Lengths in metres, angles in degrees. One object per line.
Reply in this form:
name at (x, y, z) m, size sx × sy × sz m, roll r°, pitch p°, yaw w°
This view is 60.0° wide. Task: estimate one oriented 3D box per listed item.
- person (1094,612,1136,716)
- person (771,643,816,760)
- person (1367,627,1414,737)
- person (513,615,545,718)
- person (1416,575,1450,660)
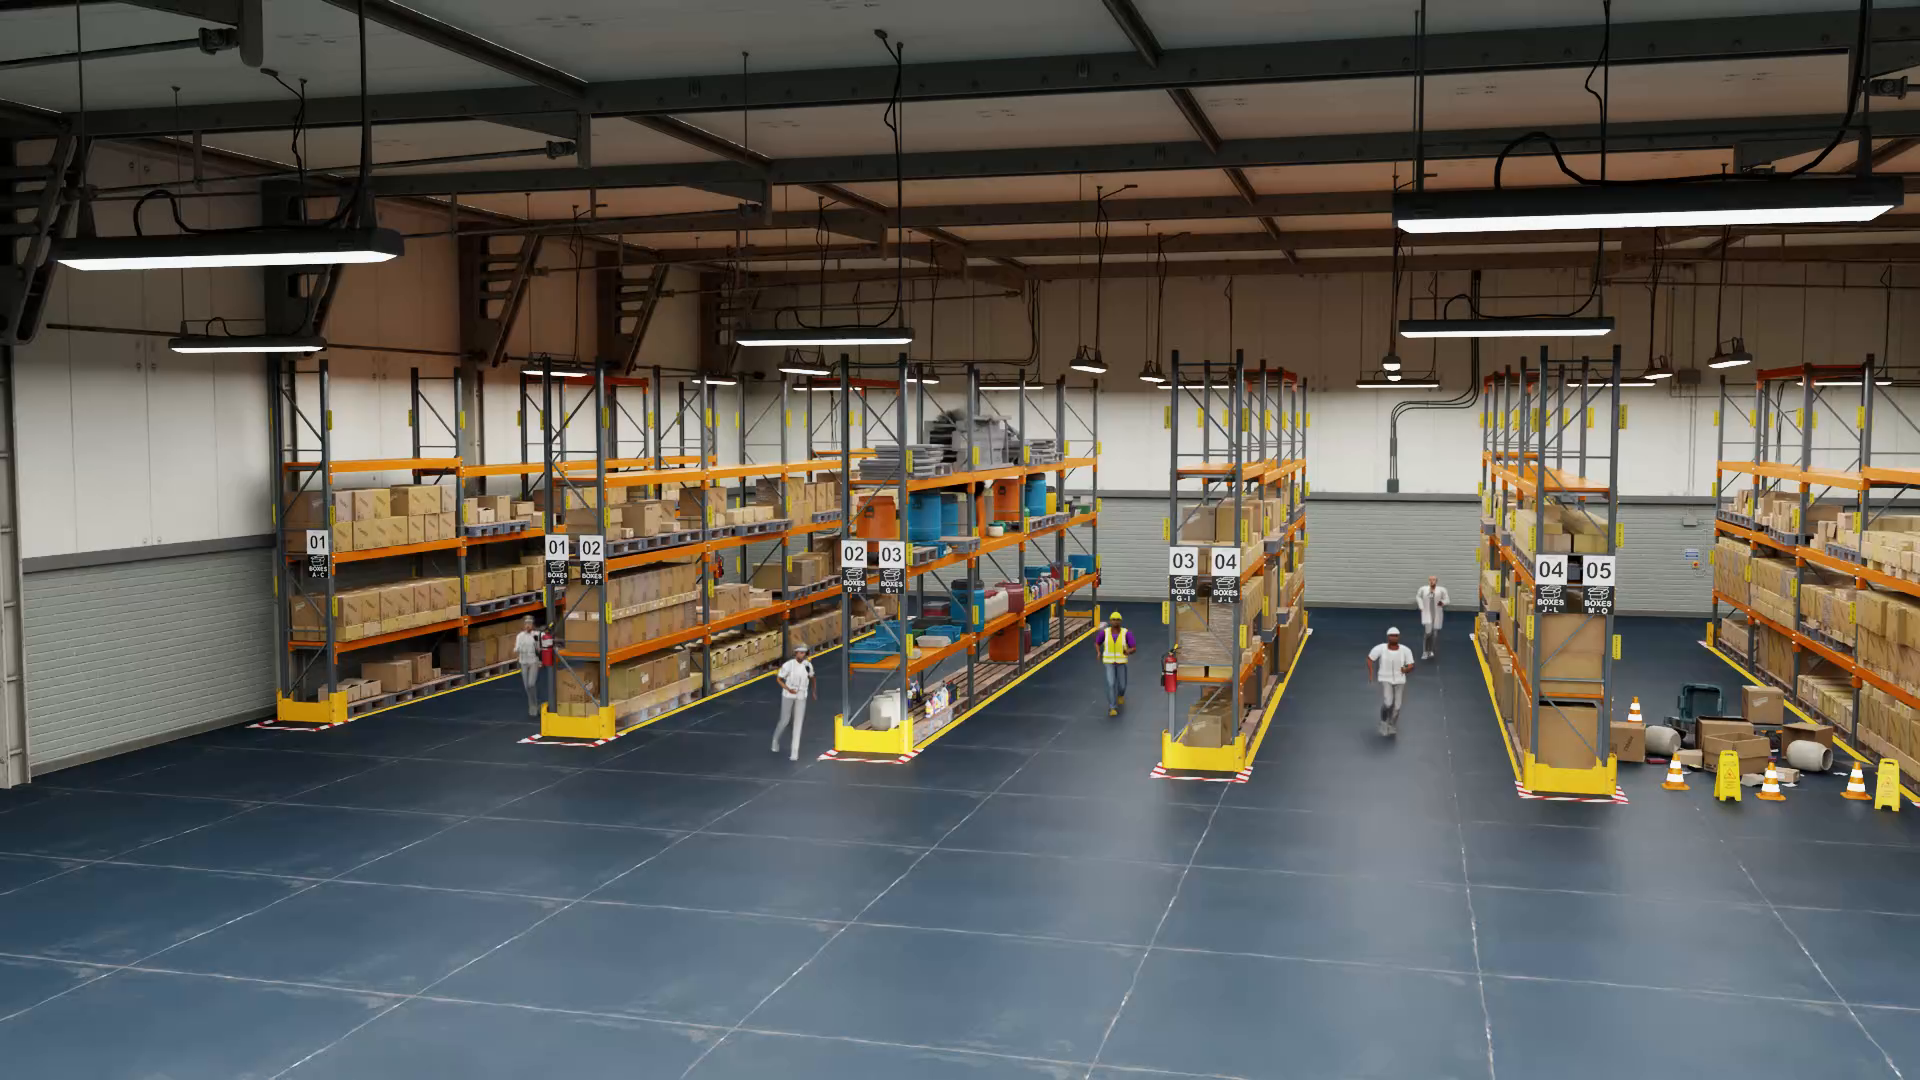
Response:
person at (2.643, 2.098, 28.338) m, size 0.714 × 1.739 × 0.808 m, roll 0°, pitch 4°, yaw 5°
person at (-2.428, 2.374, 24.806) m, size 0.658 × 1.684 × 0.819 m, roll -2°, pitch 4°, yaw -21°
person at (6.792, 2.240, 26.147) m, size 0.686 × 1.739 × 0.667 m, roll 0°, pitch 4°, yaw 3°
person at (-7.282, 2.133, 28.192) m, size 0.592 × 1.734 × 0.684 m, roll 1°, pitch 4°, yaw 8°
person at (9.889, 1.634, 34.780) m, size 0.670 × 1.818 × 0.783 m, roll 1°, pitch 4°, yaw 14°
